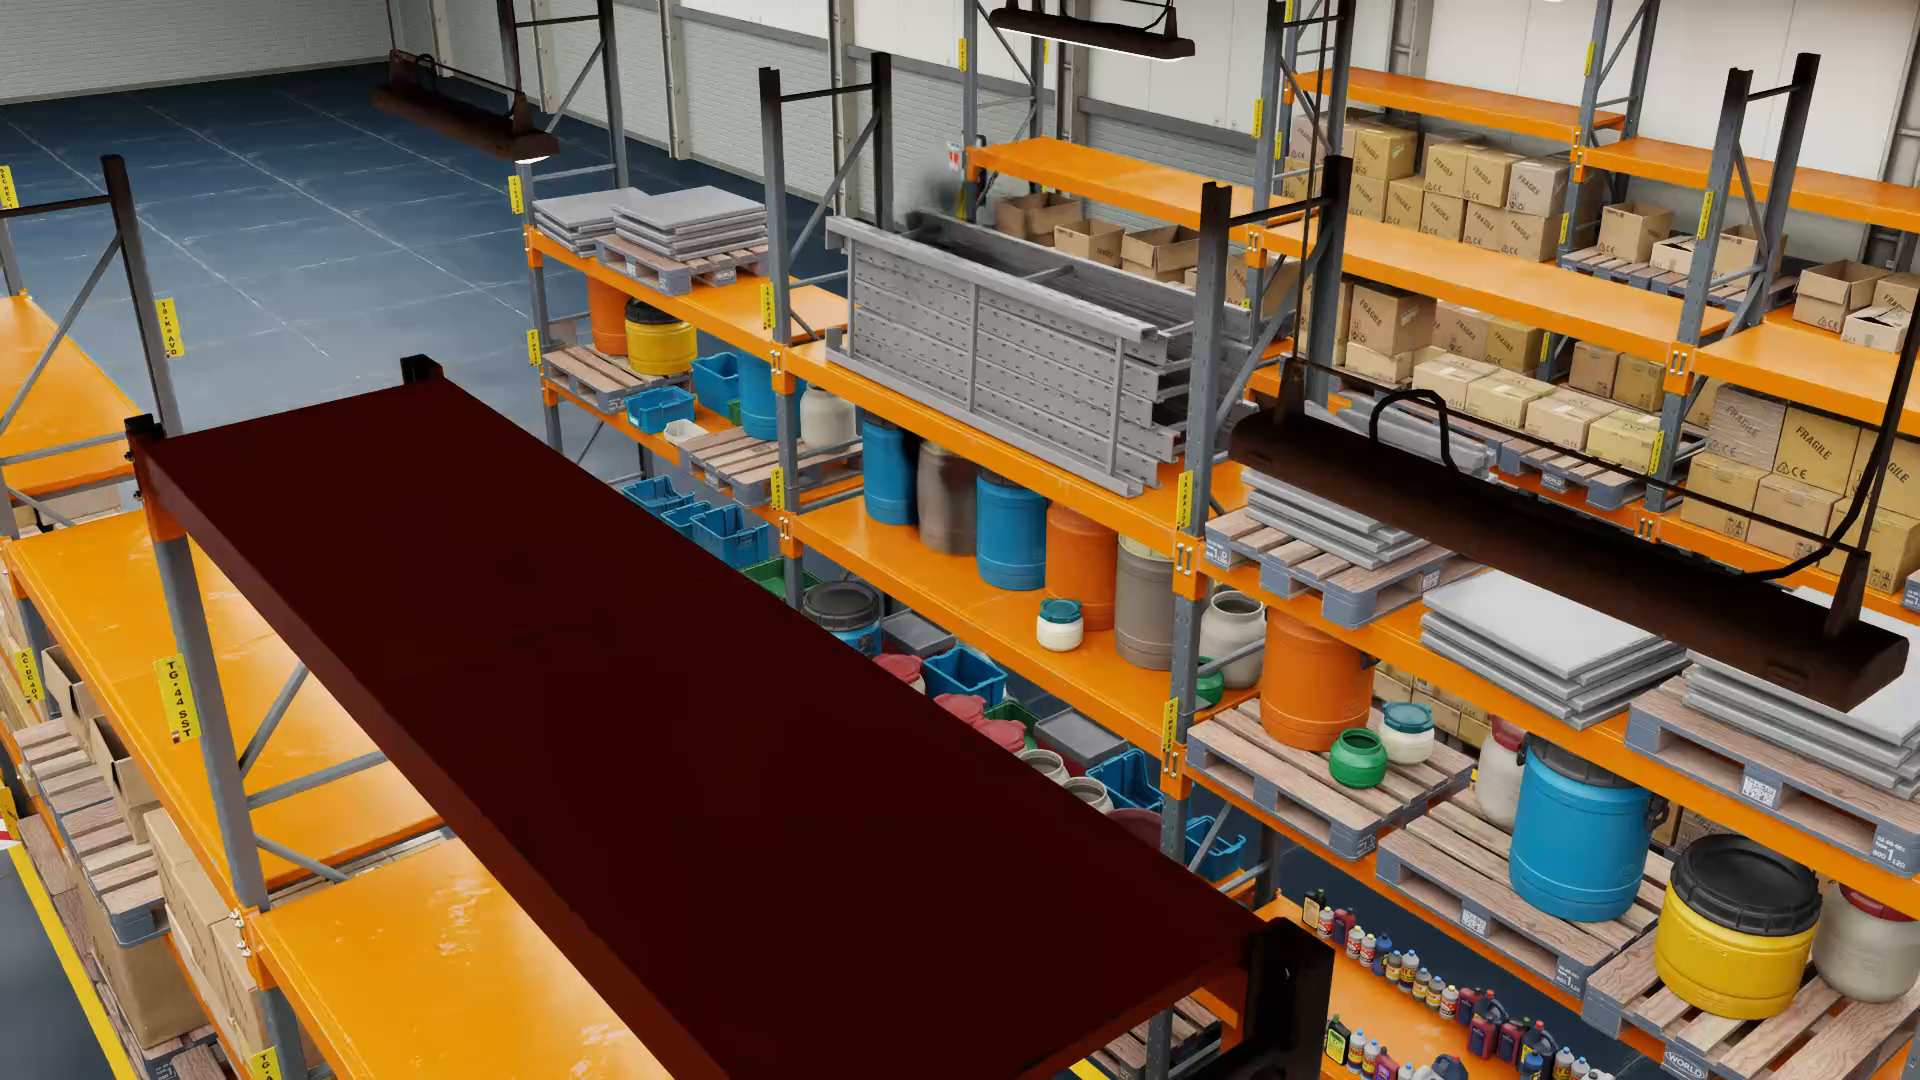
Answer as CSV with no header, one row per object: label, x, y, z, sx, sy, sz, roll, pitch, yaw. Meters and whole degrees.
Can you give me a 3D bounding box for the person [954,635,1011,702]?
person,0.102,0.602,14.614,0.992,1.767,0.607,21,33,37
